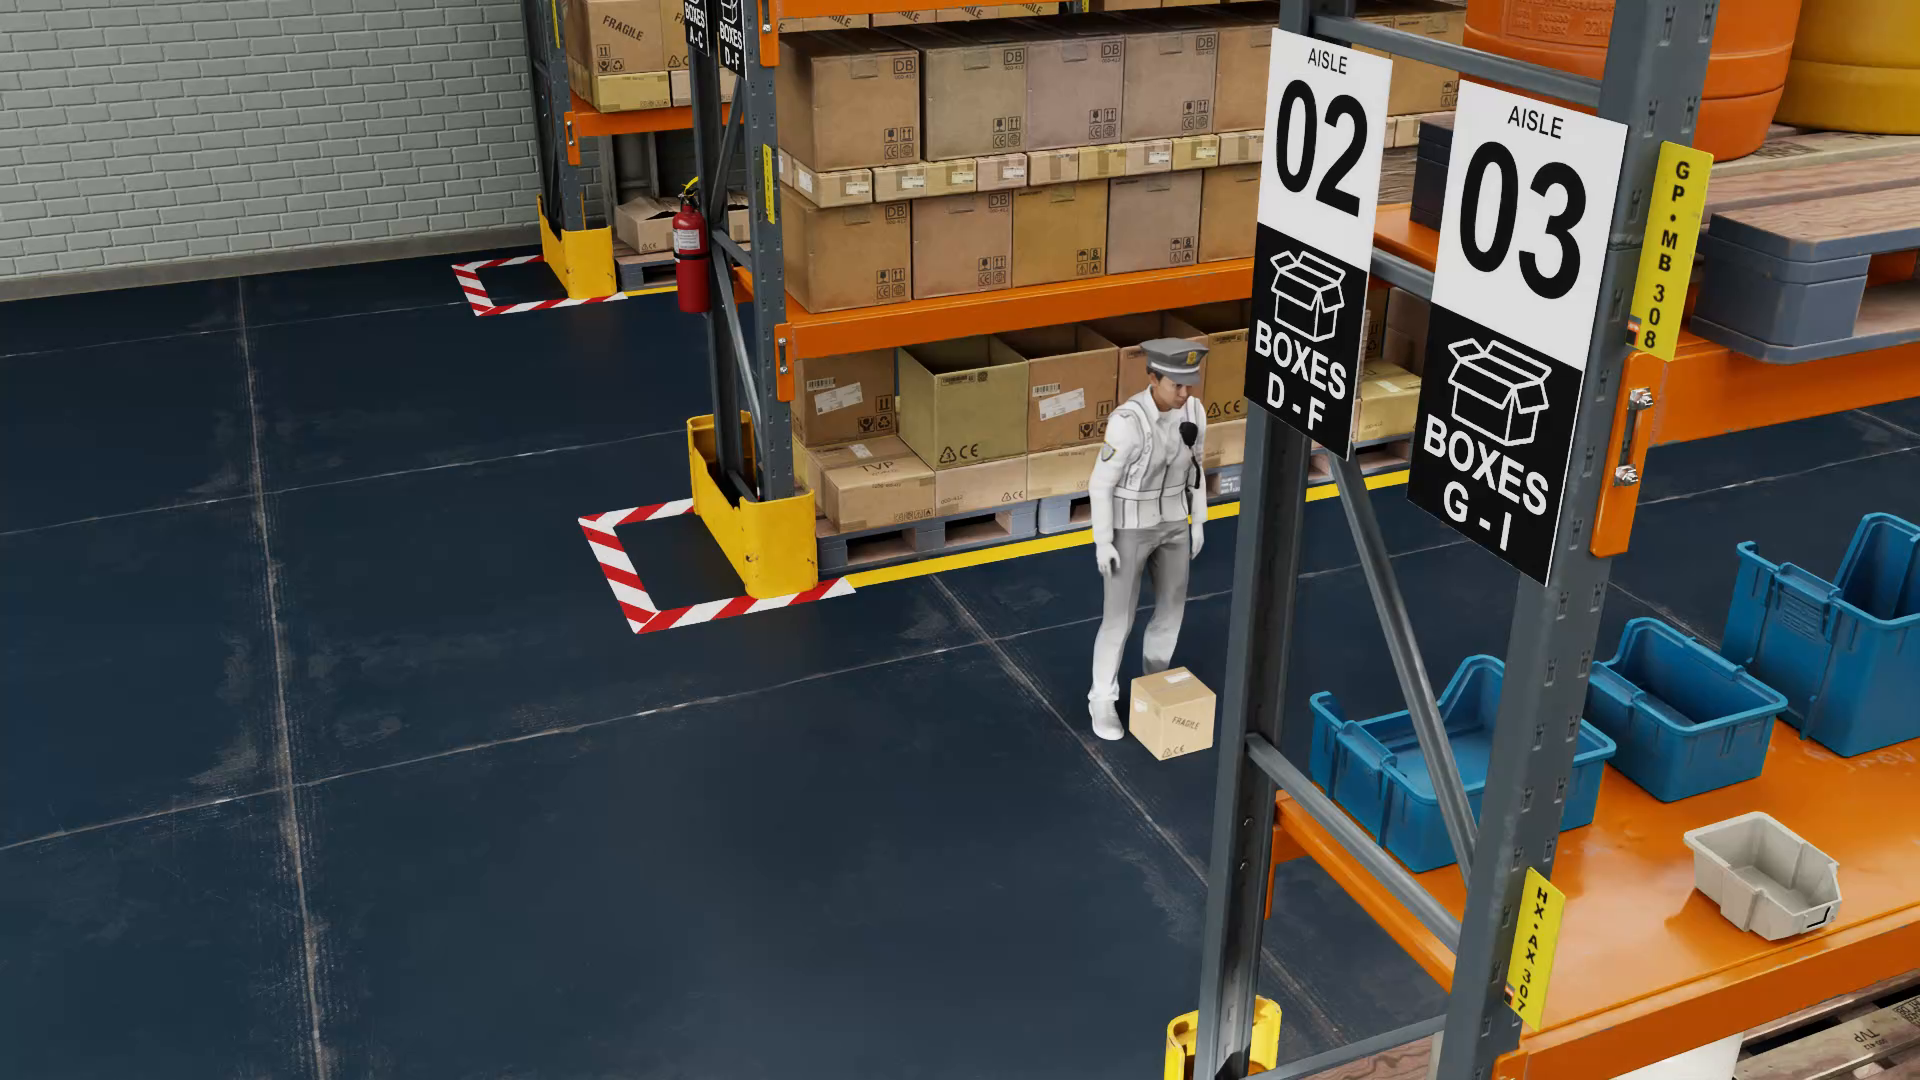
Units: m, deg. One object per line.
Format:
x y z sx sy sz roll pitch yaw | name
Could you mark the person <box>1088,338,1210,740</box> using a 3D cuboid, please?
0.763 -0.026 6.663 0.530 1.662 0.375 -12 29 -23 | person
